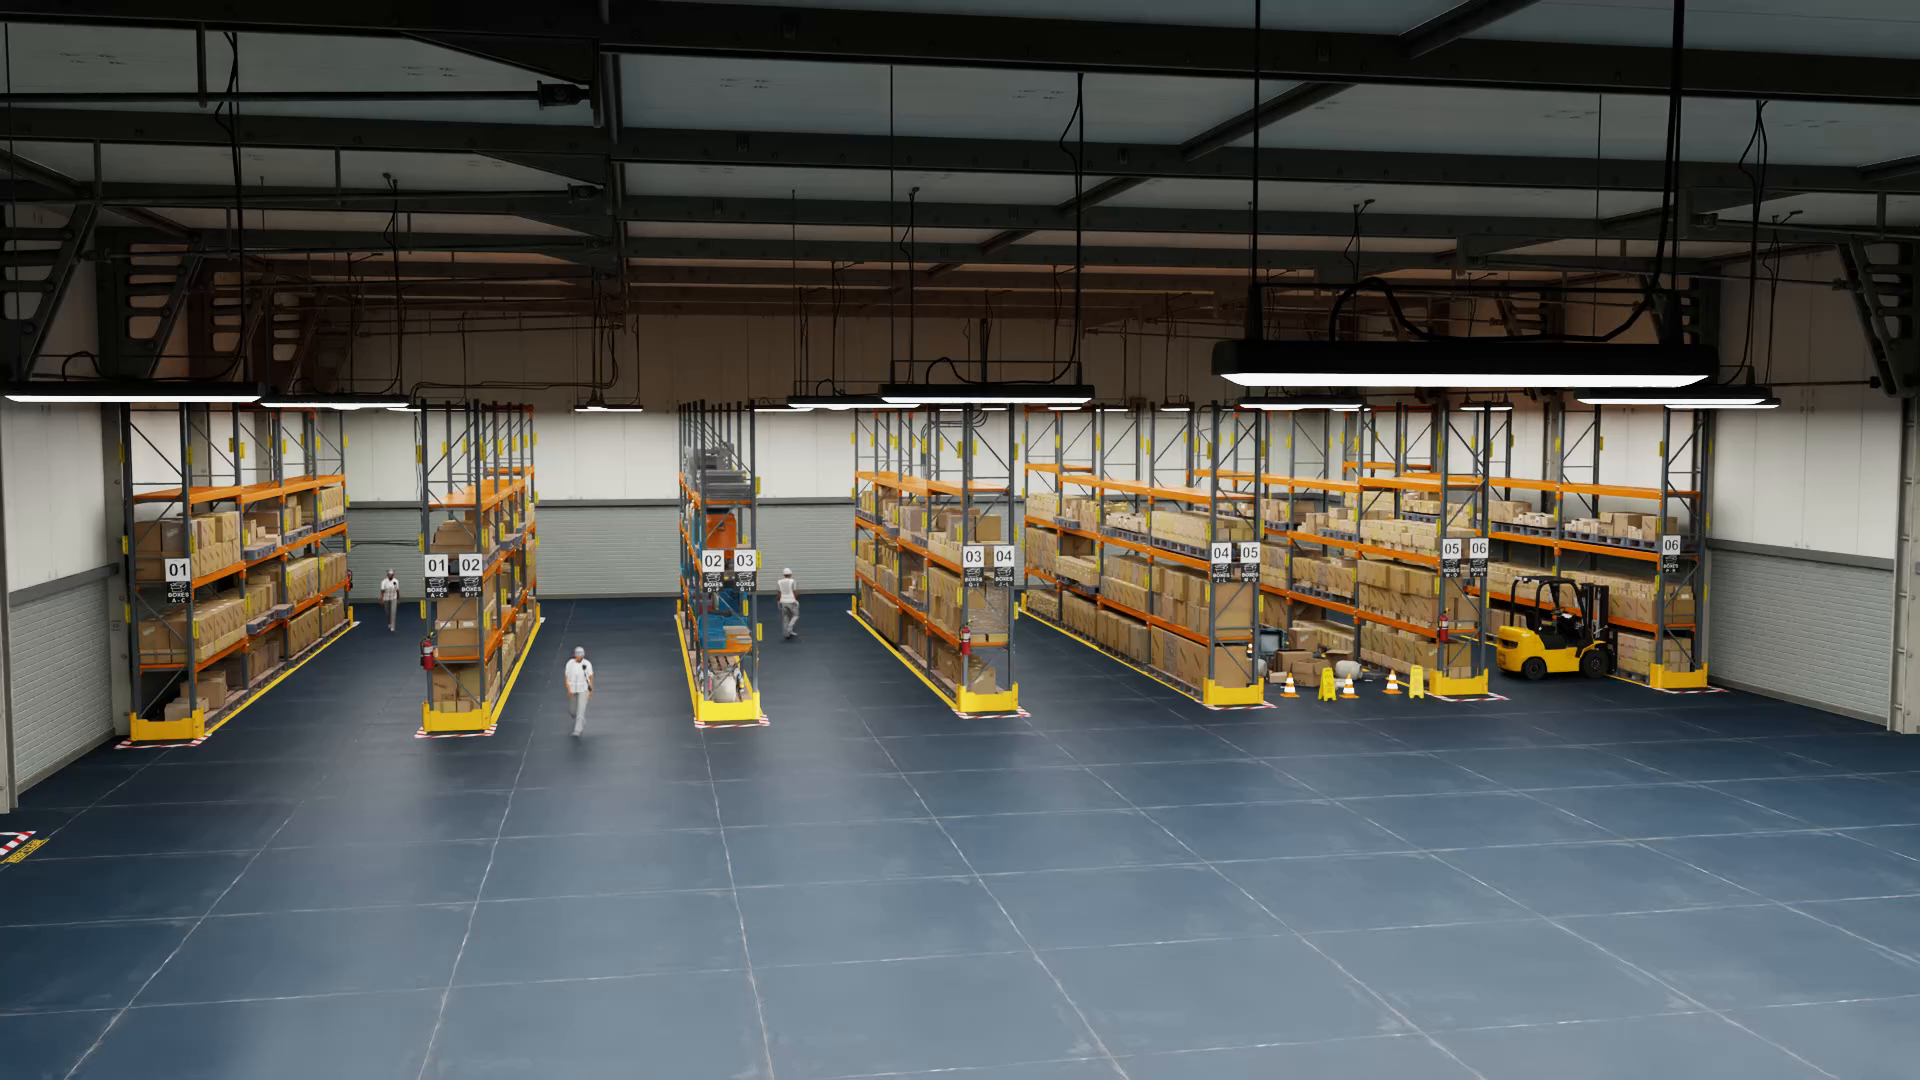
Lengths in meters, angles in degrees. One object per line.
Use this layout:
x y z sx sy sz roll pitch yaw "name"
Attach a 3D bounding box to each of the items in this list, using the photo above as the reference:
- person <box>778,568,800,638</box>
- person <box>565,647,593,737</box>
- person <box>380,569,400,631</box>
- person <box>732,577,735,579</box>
-4.425 1.616 42.710 0.596 1.787 0.501 2 5 26 "person"
-6.814 2.688 29.668 0.466 1.576 1.115 0 4 1 "person"
-15.089 1.578 43.996 0.454 1.620 1.051 -1 4 -12 "person"
-6.573 1.257 48.680 0.448 1.625 0.429 -1 4 -9 "person"
